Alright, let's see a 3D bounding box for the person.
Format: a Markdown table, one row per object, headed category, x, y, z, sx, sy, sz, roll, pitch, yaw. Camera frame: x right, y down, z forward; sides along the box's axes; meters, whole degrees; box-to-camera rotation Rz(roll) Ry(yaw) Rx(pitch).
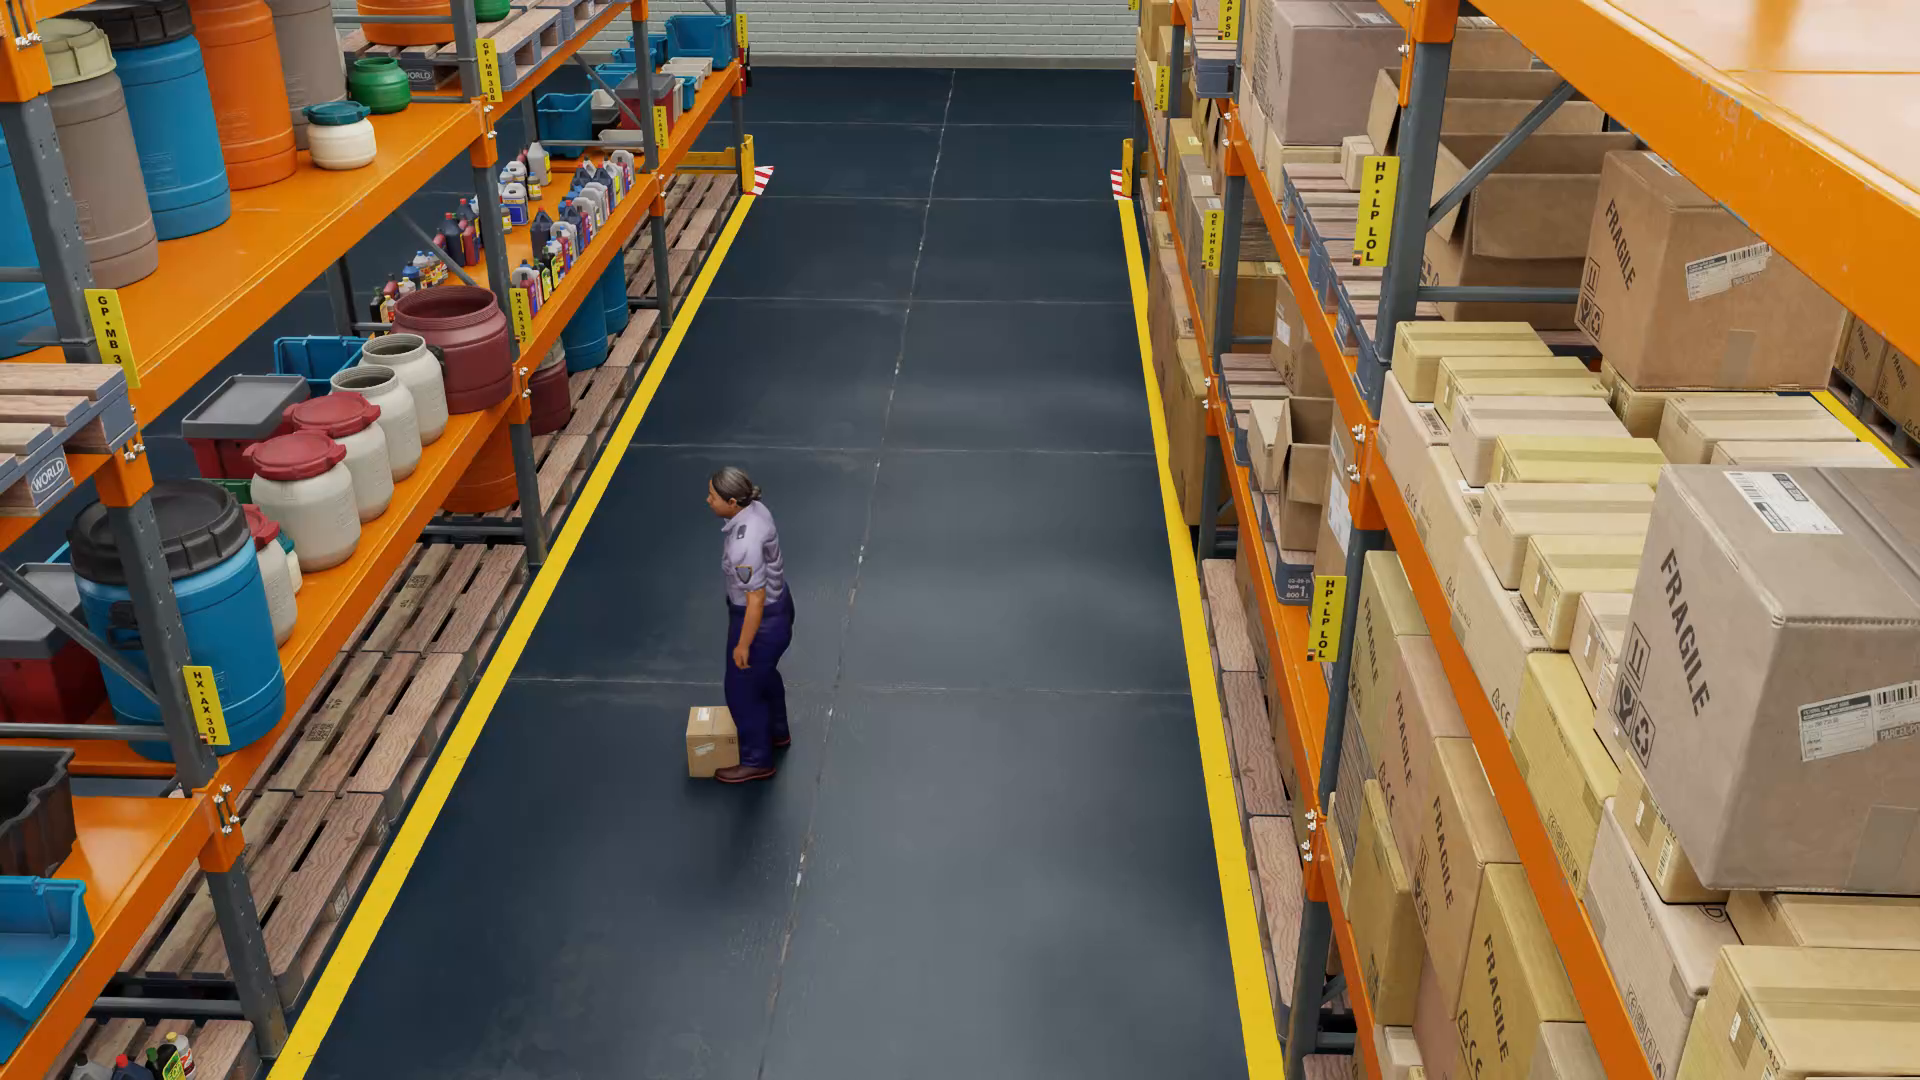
| category | x | y | z | sx | sy | sz | roll | pitch | yaw |
| --- | --- | --- | --- | --- | --- | --- | --- | --- | --- |
| person | -1.003 | 0.384 | 7.911 | 0.418 | 1.653 | 0.563 | 0 | 28 | -1 |
